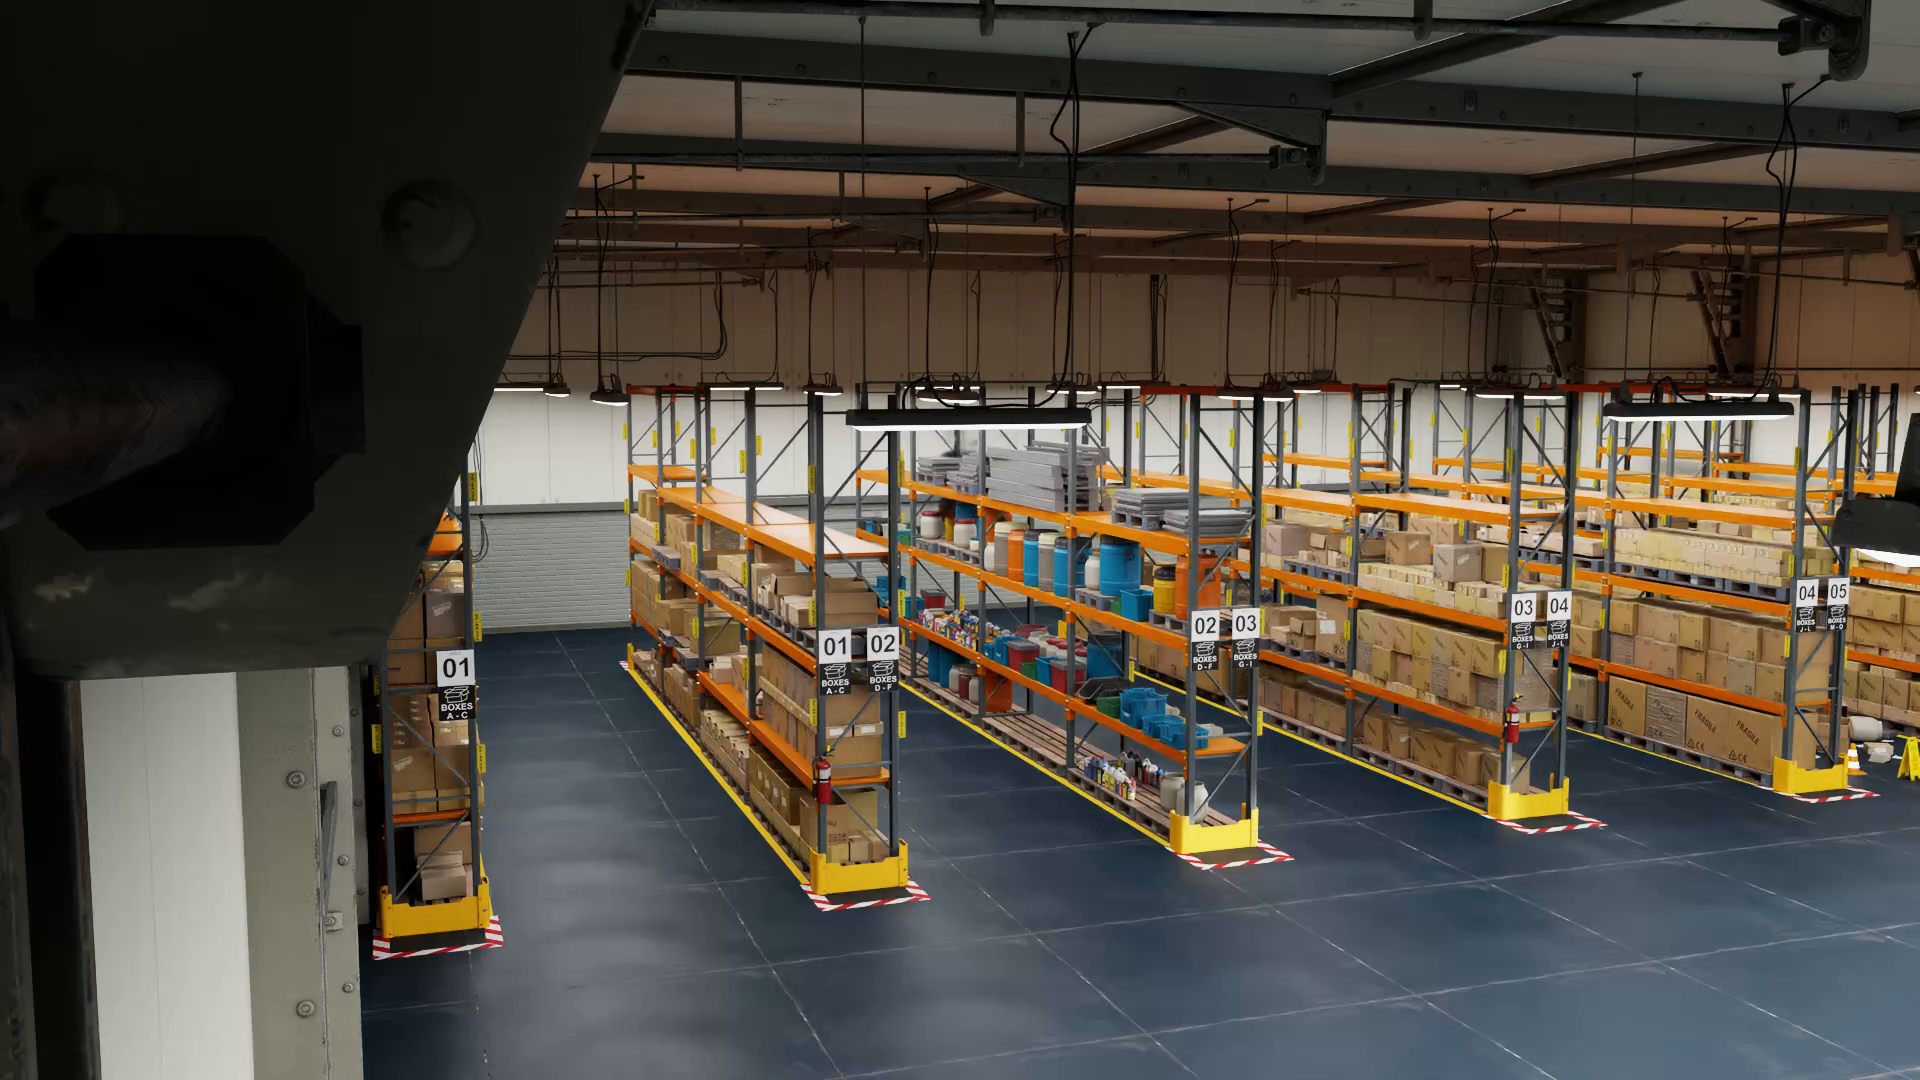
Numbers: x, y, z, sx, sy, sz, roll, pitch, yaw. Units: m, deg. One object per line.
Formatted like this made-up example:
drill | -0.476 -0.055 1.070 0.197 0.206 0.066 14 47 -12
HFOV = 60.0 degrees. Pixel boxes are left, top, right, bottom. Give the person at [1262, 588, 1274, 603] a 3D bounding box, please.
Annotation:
person | 7.870 1.211 41.532 0.597 1.638 0.860 1 6 7

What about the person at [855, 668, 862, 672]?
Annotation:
person | -1.975 2.134 29.383 0.661 1.763 0.549 -3 6 -23
